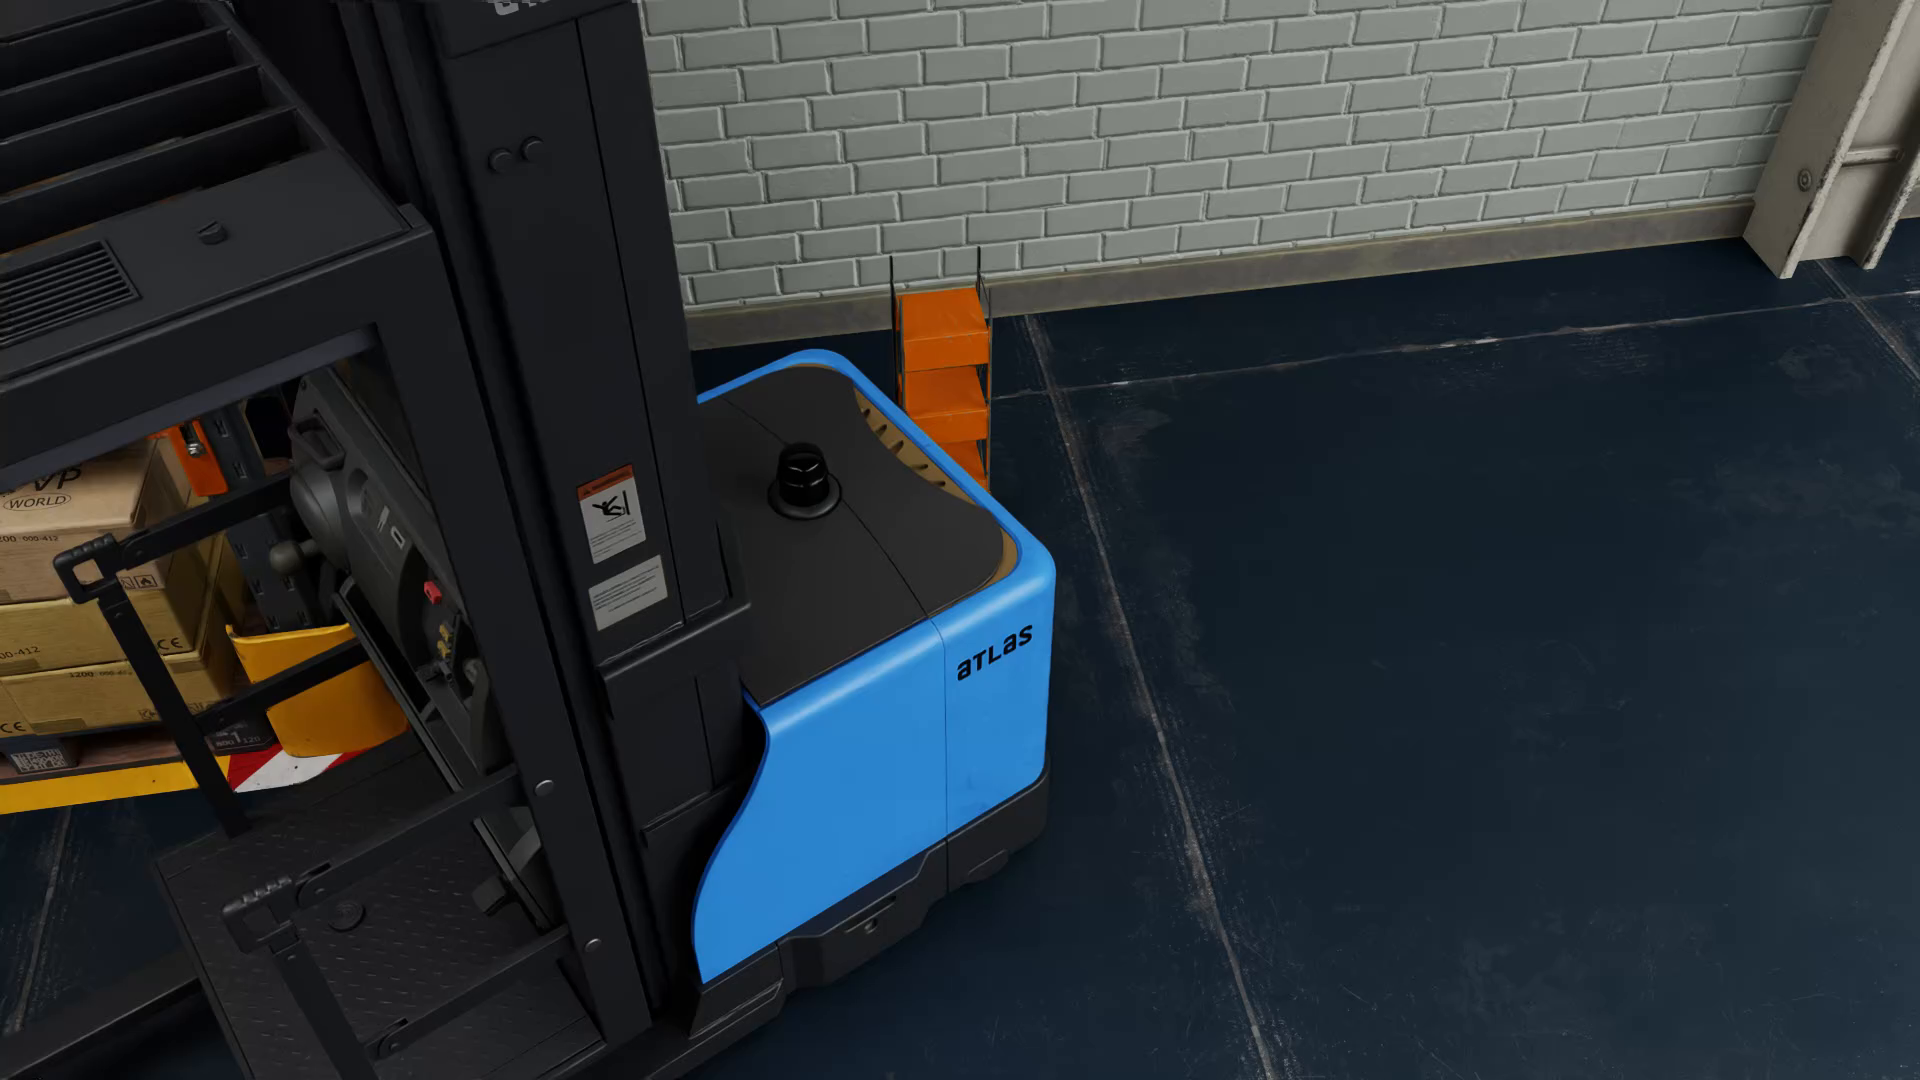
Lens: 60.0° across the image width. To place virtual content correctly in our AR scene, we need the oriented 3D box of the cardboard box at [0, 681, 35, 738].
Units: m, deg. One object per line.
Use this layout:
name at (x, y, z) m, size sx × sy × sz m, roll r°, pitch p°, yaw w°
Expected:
cardboard box at (-2.758, 0.289, 4.506) m, size 0.500 × 0.250 × 0.500 m, roll -7°, pitch 46°, yaw -7°

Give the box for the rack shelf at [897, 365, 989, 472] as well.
rack shelf at (-0.053, -0.350, 4.873) m, size 0.240 × 0.259 × 0.215 m, roll -7°, pitch 46°, yaw -7°

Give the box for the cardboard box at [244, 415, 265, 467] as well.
cardboard box at (-2.375, -0.125, 4.906) m, size 0.500 × 0.250 × 0.500 m, roll -7°, pitch 46°, yaw -7°

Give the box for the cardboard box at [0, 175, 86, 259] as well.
cardboard box at (-2.298, -0.643, 3.717) m, size 0.500 × 0.500 × 0.500 m, roll -8°, pitch 47°, yaw -8°

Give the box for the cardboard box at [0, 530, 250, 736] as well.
cardboard box at (-2.267, 0.235, 4.558) m, size 0.500 × 0.250 × 0.500 m, roll -7°, pitch 46°, yaw -7°

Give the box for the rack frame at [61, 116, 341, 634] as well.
rack frame at (-1.858, -0.855, 3.991) m, size 0.127 × 3.000 × 1.000 m, roll -7°, pitch 46°, yaw -7°

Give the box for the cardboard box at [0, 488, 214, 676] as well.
cardboard box at (-2.284, 0.061, 4.379) m, size 0.500 × 0.250 × 0.500 m, roll -8°, pitch 47°, yaw -7°

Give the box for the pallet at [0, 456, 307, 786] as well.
pallet at (-2.604, 0.236, 4.876) m, size 1.213 × 0.211 × 1.003 m, roll -7°, pitch 46°, yaw -7°

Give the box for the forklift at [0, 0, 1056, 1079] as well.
forklift at (-1.260, 0.118, 3.101) m, size 3.031 × 2.935 × 1.130 m, roll -28°, pitch 52°, yaw -24°

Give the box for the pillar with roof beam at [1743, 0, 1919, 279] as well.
pillar with roof beam at (3.949, -1.173, 0.131) m, size 0.400 × 9.000 × 9.100 m, roll -7°, pitch 46°, yaw -7°

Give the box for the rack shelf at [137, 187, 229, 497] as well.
rack shelf at (-3.828, -0.360, 4.013) m, size 4.000 × 0.370 × 1.077 m, roll -7°, pitch 46°, yaw -7°

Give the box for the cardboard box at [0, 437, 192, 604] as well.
cardboard box at (-2.258, -0.116, 4.202) m, size 0.500 × 0.250 × 0.500 m, roll -6°, pitch 46°, yaw -5°

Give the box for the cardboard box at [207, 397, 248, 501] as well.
cardboard box at (-2.356, -0.310, 4.736) m, size 0.500 × 0.250 × 0.500 m, roll -6°, pitch 46°, yaw -6°

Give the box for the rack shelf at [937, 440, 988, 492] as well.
rack shelf at (-0.053, -0.158, 5.073) m, size 0.240 × 0.259 × 0.215 m, roll -7°, pitch 46°, yaw -7°

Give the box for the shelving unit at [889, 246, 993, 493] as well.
shelving unit at (-0.053, -0.358, 4.866) m, size 0.252 × 1.050 × 0.215 m, roll -7°, pitch 46°, yaw -7°

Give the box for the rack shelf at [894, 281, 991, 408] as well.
rack shelf at (-0.053, -0.547, 4.669) m, size 0.240 × 0.259 × 0.215 m, roll -7°, pitch 46°, yaw -7°

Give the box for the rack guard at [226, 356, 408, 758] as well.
rack guard at (-1.834, 0.009, 4.894) m, size 0.348 × 0.500 × 1.175 m, roll -7°, pitch 46°, yaw -7°

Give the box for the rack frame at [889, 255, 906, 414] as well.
rack frame at (-0.173, -0.343, 4.851) m, size 0.008 × 1.050 × 0.200 m, roll -7°, pitch 46°, yaw -7°

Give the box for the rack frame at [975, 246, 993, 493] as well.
rack frame at (0.067, -0.373, 4.880) m, size 0.008 × 1.050 × 0.200 m, roll -7°, pitch 46°, yaw -7°

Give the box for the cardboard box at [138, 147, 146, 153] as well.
cardboard box at (-2.393, -1.026, 4.086) m, size 0.500 × 0.500 × 0.500 m, roll -6°, pitch 46°, yaw -5°
